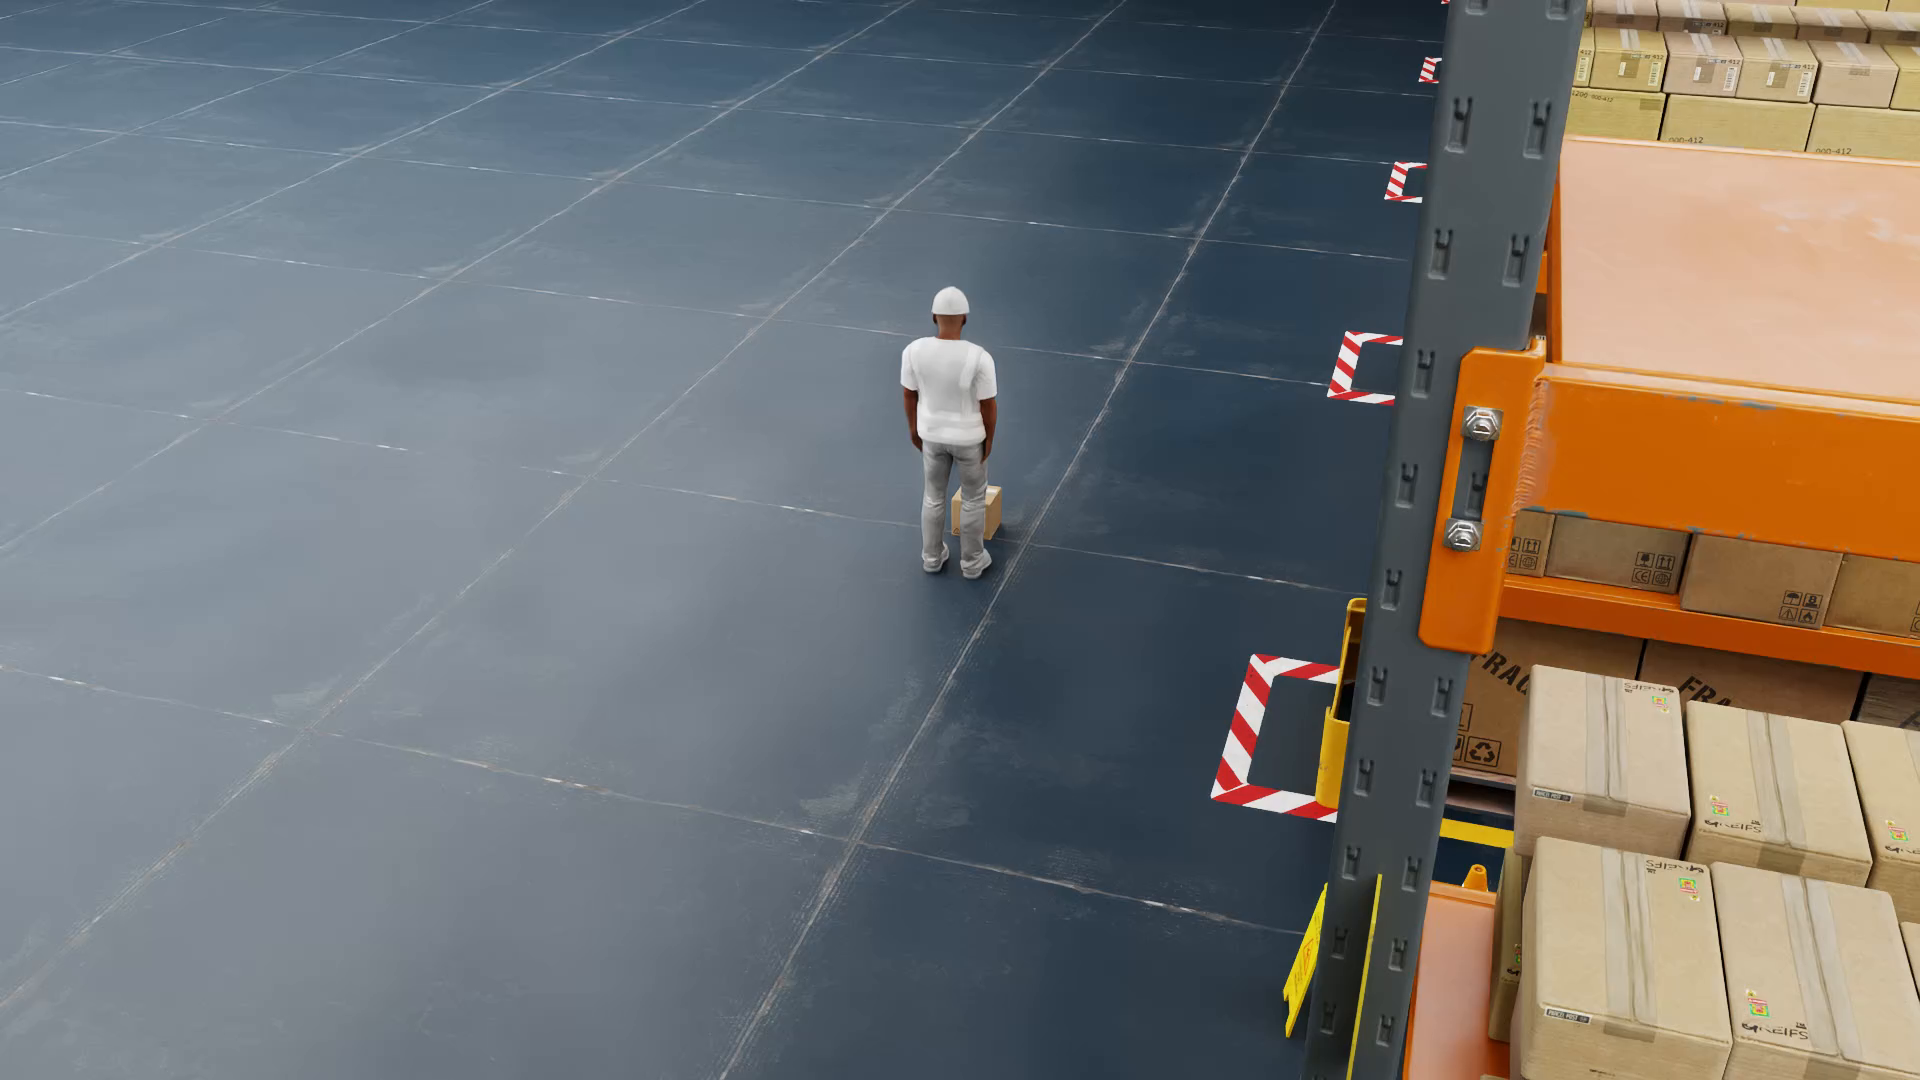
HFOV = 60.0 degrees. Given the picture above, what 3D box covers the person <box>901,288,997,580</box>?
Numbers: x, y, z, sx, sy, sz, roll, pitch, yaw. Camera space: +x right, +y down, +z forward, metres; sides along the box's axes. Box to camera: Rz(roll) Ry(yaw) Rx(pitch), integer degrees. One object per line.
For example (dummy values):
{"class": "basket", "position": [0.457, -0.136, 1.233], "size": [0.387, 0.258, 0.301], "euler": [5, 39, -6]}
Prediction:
{"class": "person", "position": [-0.052, -0.613, 9.591], "size": [0.566, 1.762, 0.364], "euler": [9, 30, 16]}
